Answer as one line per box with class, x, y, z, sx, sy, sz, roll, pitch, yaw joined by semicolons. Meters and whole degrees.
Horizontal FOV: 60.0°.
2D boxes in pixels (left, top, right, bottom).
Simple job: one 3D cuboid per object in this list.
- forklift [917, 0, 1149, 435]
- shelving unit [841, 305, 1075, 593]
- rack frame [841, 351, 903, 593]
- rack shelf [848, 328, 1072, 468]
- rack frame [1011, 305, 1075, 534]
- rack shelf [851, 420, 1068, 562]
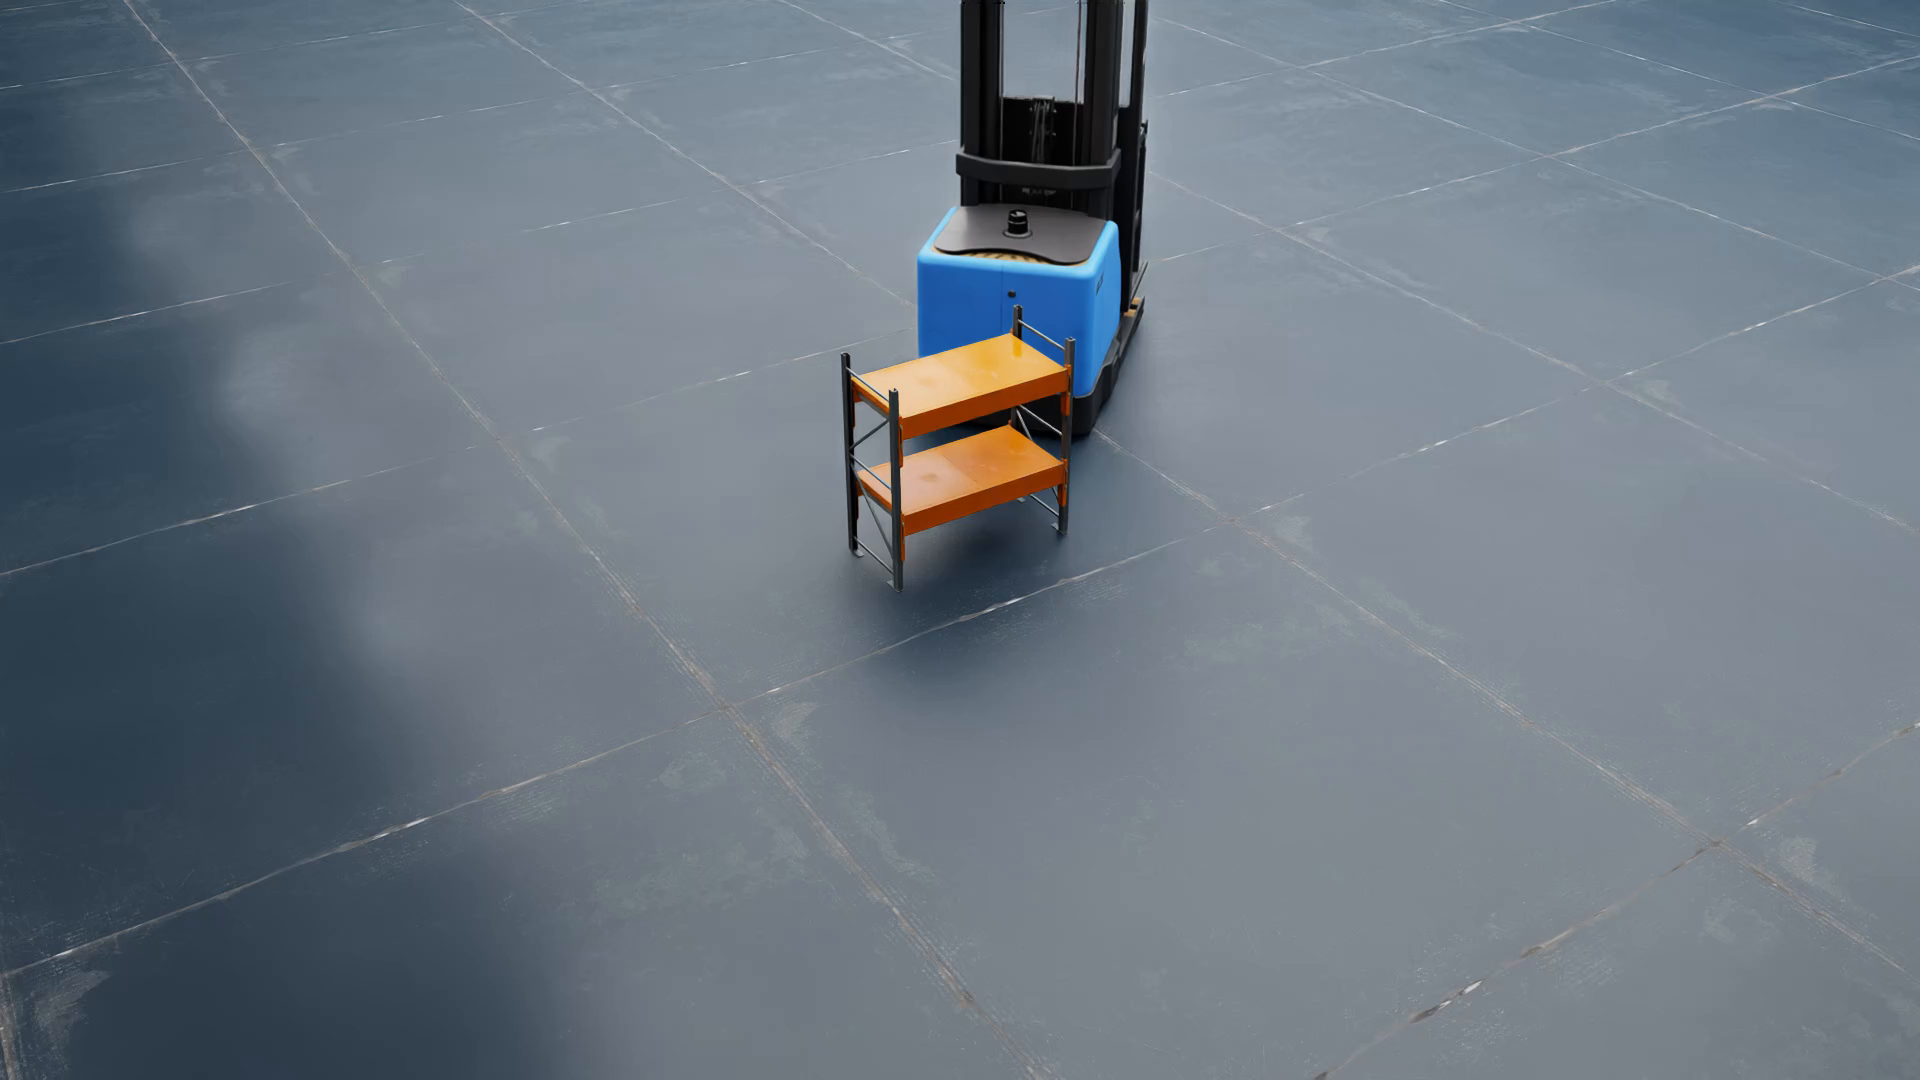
forklift;0.603;-2.624;10.163;1.130;2.935;3.031;8;33;12
shelving unit;-0.006;-0.474;8.447;1.048;1.125;0.538;-19;37;-27
rack frame;-0.433;-0.327;8.214;0.032;1.125;0.500;-19;37;-27
rack shelf;-0.006;-0.721;8.291;1.000;0.278;0.538;-19;37;-27
rack frame;0.422;-0.621;8.680;0.032;1.125;0.500;-19;37;-27
rack shelf;-0.006;-0.267;8.577;1.000;0.278;0.538;-19;37;-27
